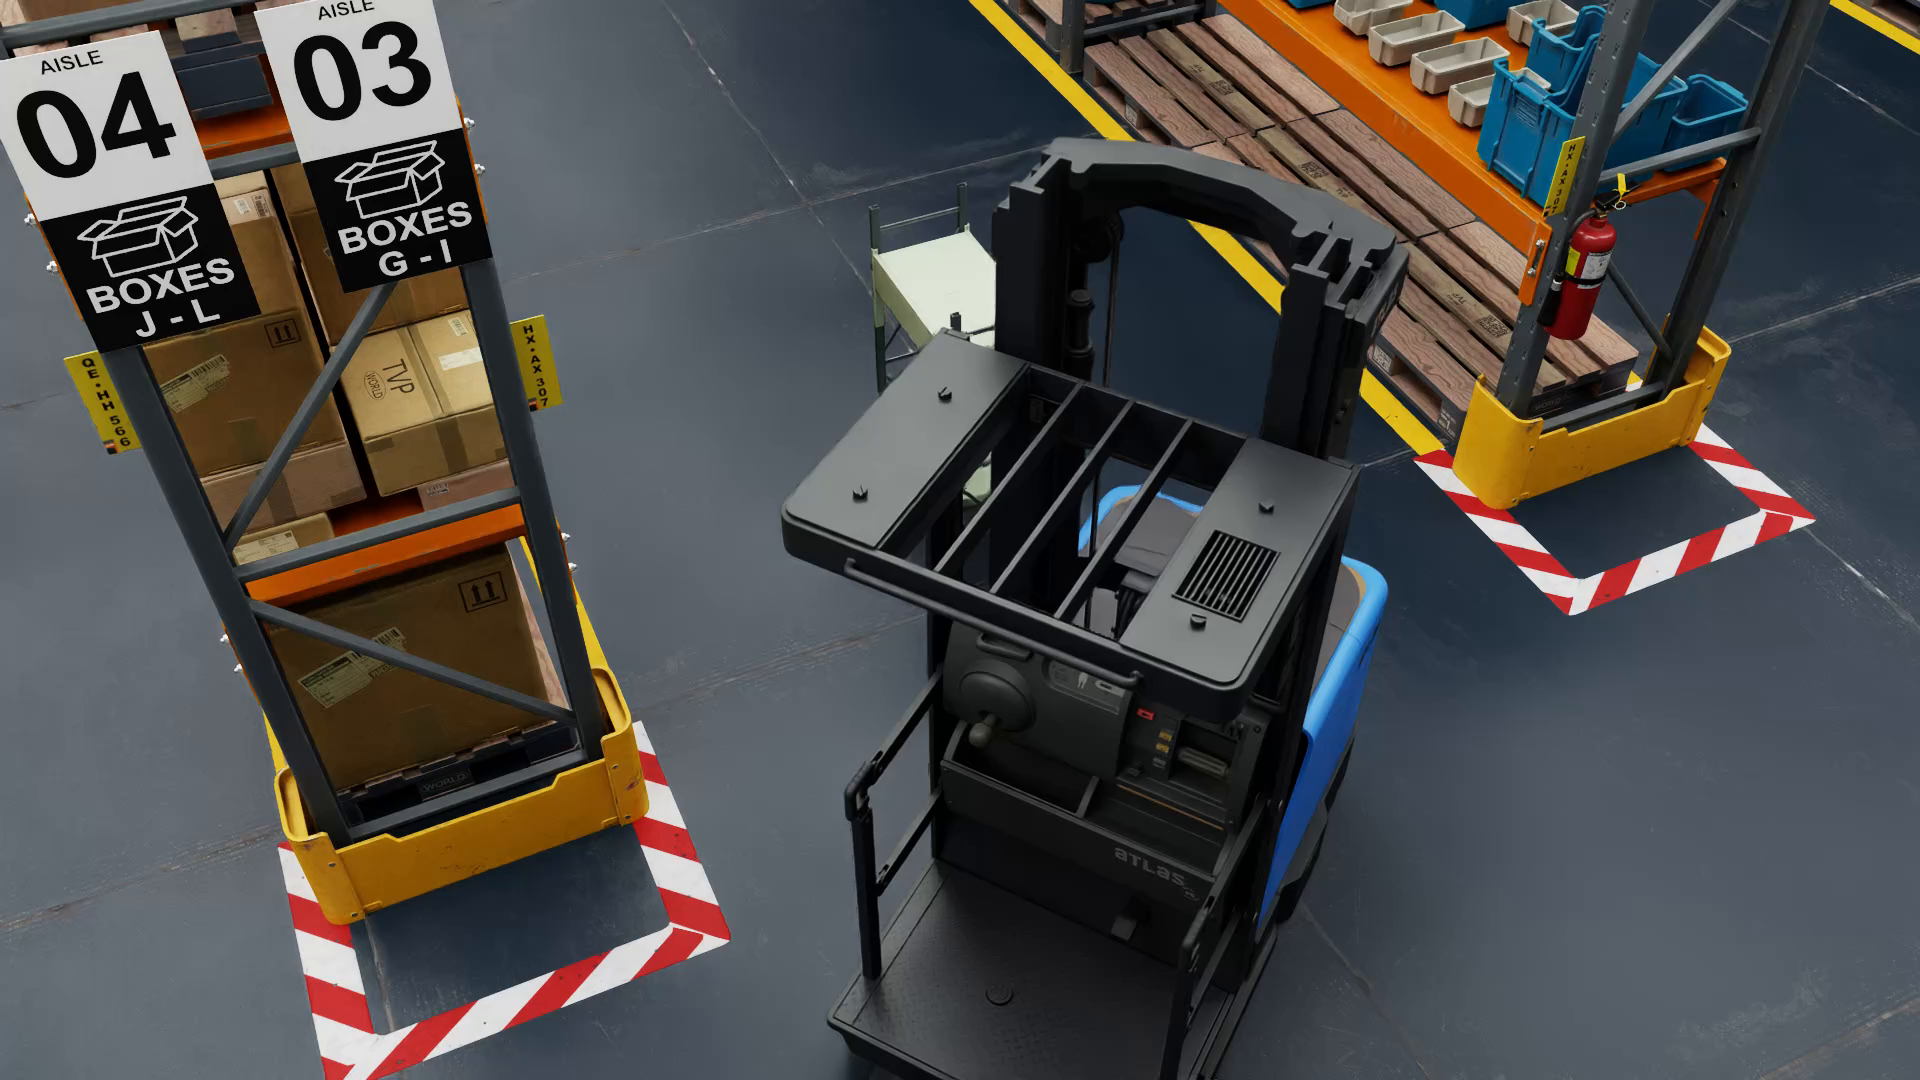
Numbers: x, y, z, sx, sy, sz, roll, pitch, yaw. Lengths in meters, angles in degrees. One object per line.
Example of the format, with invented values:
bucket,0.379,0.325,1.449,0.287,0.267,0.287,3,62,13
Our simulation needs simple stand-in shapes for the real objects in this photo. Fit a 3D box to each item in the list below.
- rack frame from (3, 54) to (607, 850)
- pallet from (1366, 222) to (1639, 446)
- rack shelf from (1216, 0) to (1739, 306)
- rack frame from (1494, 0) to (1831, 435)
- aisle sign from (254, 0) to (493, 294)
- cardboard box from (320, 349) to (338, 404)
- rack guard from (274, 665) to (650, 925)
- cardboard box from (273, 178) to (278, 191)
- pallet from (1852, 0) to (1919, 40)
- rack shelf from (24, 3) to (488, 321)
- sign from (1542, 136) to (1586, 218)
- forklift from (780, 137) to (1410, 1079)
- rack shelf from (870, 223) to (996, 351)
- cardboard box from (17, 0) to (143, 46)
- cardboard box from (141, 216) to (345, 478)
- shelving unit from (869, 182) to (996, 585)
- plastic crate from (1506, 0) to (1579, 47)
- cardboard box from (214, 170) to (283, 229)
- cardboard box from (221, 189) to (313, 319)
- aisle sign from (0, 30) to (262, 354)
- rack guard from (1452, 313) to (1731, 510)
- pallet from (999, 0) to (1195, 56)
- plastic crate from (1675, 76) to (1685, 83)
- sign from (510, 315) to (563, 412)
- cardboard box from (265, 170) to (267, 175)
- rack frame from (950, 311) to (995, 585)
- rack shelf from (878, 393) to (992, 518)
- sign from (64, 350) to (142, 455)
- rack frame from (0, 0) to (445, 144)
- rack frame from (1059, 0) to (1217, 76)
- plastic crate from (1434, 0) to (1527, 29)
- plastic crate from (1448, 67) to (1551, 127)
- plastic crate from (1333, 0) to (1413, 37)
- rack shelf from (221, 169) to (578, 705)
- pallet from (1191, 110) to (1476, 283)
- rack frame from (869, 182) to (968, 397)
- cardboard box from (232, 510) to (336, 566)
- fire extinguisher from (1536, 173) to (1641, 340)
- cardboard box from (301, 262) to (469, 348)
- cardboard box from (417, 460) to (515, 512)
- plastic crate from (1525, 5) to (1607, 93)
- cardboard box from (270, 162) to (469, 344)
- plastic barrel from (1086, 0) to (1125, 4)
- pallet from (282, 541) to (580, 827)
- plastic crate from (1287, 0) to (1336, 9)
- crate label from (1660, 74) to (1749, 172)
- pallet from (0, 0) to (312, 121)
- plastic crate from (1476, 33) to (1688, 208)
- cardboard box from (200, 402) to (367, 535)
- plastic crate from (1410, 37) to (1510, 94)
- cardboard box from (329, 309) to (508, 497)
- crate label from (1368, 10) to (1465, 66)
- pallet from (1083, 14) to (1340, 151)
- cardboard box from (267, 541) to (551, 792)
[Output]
rack frame,-1.734,-0.013,4.997,1.000,3.000,0.127,-18,47,-17
pallet,2.448,-1.021,8.003,1.003,0.211,1.213,-18,47,-17
rack shelf,1.919,-2.495,8.024,1.077,0.370,4.000,-18,47,-17
rack frame,2.759,-1.476,6.479,1.000,3.000,0.127,-18,47,-17
aisle sign,-1.432,-0.982,4.127,0.394,0.787,0.004,-18,47,-17
cardboard box,-2.392,-0.620,5.506,0.500,0.250,0.500,-19,48,-18
rack guard,-1.724,0.892,5.859,1.175,0.500,0.348,-18,47,-17
cardboard box,-2.125,-1.366,5.728,0.500,0.500,0.500,-19,48,-18
pallet,6.378,-3.276,10.289,1.003,0.211,1.213,-18,47,-17
rack shelf,-2.575,-2.100,5.488,1.077,0.370,4.000,-18,47,-17
sign,2.267,-1.361,6.247,0.100,0.325,0.005,-18,47,-17
forklift,0.284,0.572,4.452,1.130,2.935,3.031,21,48,20
rack shelf,-0.003,-0.816,6.322,0.431,0.370,0.720,-18,47,-17
cardboard box,-2.002,-1.617,4.045,0.700,0.500,0.500,-21,48,-20
cardboard box,-2.178,-0.566,4.918,0.500,0.500,0.500,-17,47,-17
shelving unit,-0.003,-0.538,6.596,0.431,1.500,0.755,-18,47,-17
plastic crate,2.609,-2.319,7.479,0.250,0.136,0.298,-18,47,-17
cardboard box,-2.829,-1.275,6.170,0.500,0.250,0.500,-18,47,-17
cardboard box,-2.606,-0.944,5.835,0.500,0.250,0.500,-20,48,-19
aisle sign,-1.976,-0.804,3.947,0.394,0.787,0.004,-18,47,-17
rack guard,2.781,-0.575,7.346,1.175,0.500,0.348,-18,47,-17
pallet,0.791,-3.537,10.553,1.003,0.211,1.213,-18,47,-17
plastic crate,2.895,-1.887,7.041,0.250,0.136,0.298,-18,47,-17
sign,-1.228,-0.510,4.827,0.100,0.325,0.005,-18,47,-17
cardboard box,-3.029,-1.591,6.491,0.500,0.250,0.500,-17,47,-16
rack frame,0.151,-0.305,6.360,0.400,1.500,0.023,-18,47,-17
rack shelf,-0.003,-0.306,6.825,0.431,0.370,0.720,-18,47,-17
sign,-2.233,-0.359,4.354,0.100,0.325,0.005,-18,47,-17
rack frame,-1.734,-2.149,2.890,1.000,3.000,0.127,-18,47,-17
rack frame,1.078,-4.025,9.063,1.000,3.000,0.127,-18,47,-17
plastic crate,2.401,-2.532,7.625,0.416,0.233,0.300,-18,47,-17
plastic crate,2.252,-1.870,7.023,0.396,0.136,0.243,-18,47,-17
plastic crate,1.863,-2.412,7.573,0.298,0.136,0.250,-18,47,-17
rack shelf,-2.575,-1.032,6.541,1.077,0.370,4.000,-18,47,-17
pallet,1.939,-1.797,8.790,1.003,0.211,1.213,-18,47,-17
rack frame,-0.157,-0.771,6.833,0.400,1.500,0.023,-18,47,-17
cardboard box,-2.183,-0.054,5.216,0.380,0.149,0.250,-17,47,-17
fire extinguisher,2.411,-1.086,6.404,0.296,0.674,0.183,-18,47,-17
cardboard box,-1.916,-0.781,5.670,0.500,0.250,0.500,-19,48,-18
cardboard box,-1.584,-0.248,5.413,0.380,0.149,0.250,-18,47,-17
plastic crate,2.678,-2.112,7.200,0.416,0.233,0.300,-18,47,-17
cardboard box,-1.901,-1.037,5.395,0.500,0.500,0.500,-19,48,-18
plastic barrel,0.864,-3.779,10.009,0.600,0.901,0.708,-18,47,-17
pallet,-2.142,0.493,6.469,1.003,0.211,1.213,-18,47,-17
plastic crate,1.663,-2.671,7.767,0.416,0.233,0.300,-18,47,-17
crate label,2.954,-1.692,6.775,0.416,0.233,0.303,-18,47,-17
pallet,-2.056,-1.519,4.450,1.003,0.211,1.213,-18,47,-17
plastic crate,2.449,-1.668,6.606,0.616,0.435,0.499,-18,47,-17
cardboard box,-2.179,-0.296,5.179,0.500,0.250,0.500,-19,48,-18
plastic crate,2.144,-2.059,7.215,0.396,0.136,0.243,-18,47,-17
cardboard box,-1.691,-0.452,5.336,0.500,0.250,0.500,-19,48,-18
crate label,2.004,-2.229,7.387,0.396,0.136,0.243,-18,47,-17
pallet,1.422,-2.575,9.579,1.003,0.211,1.213,-18,47,-17
cardboard box,-2.076,0.209,5.985,0.875,0.875,0.875,-18,47,-17
